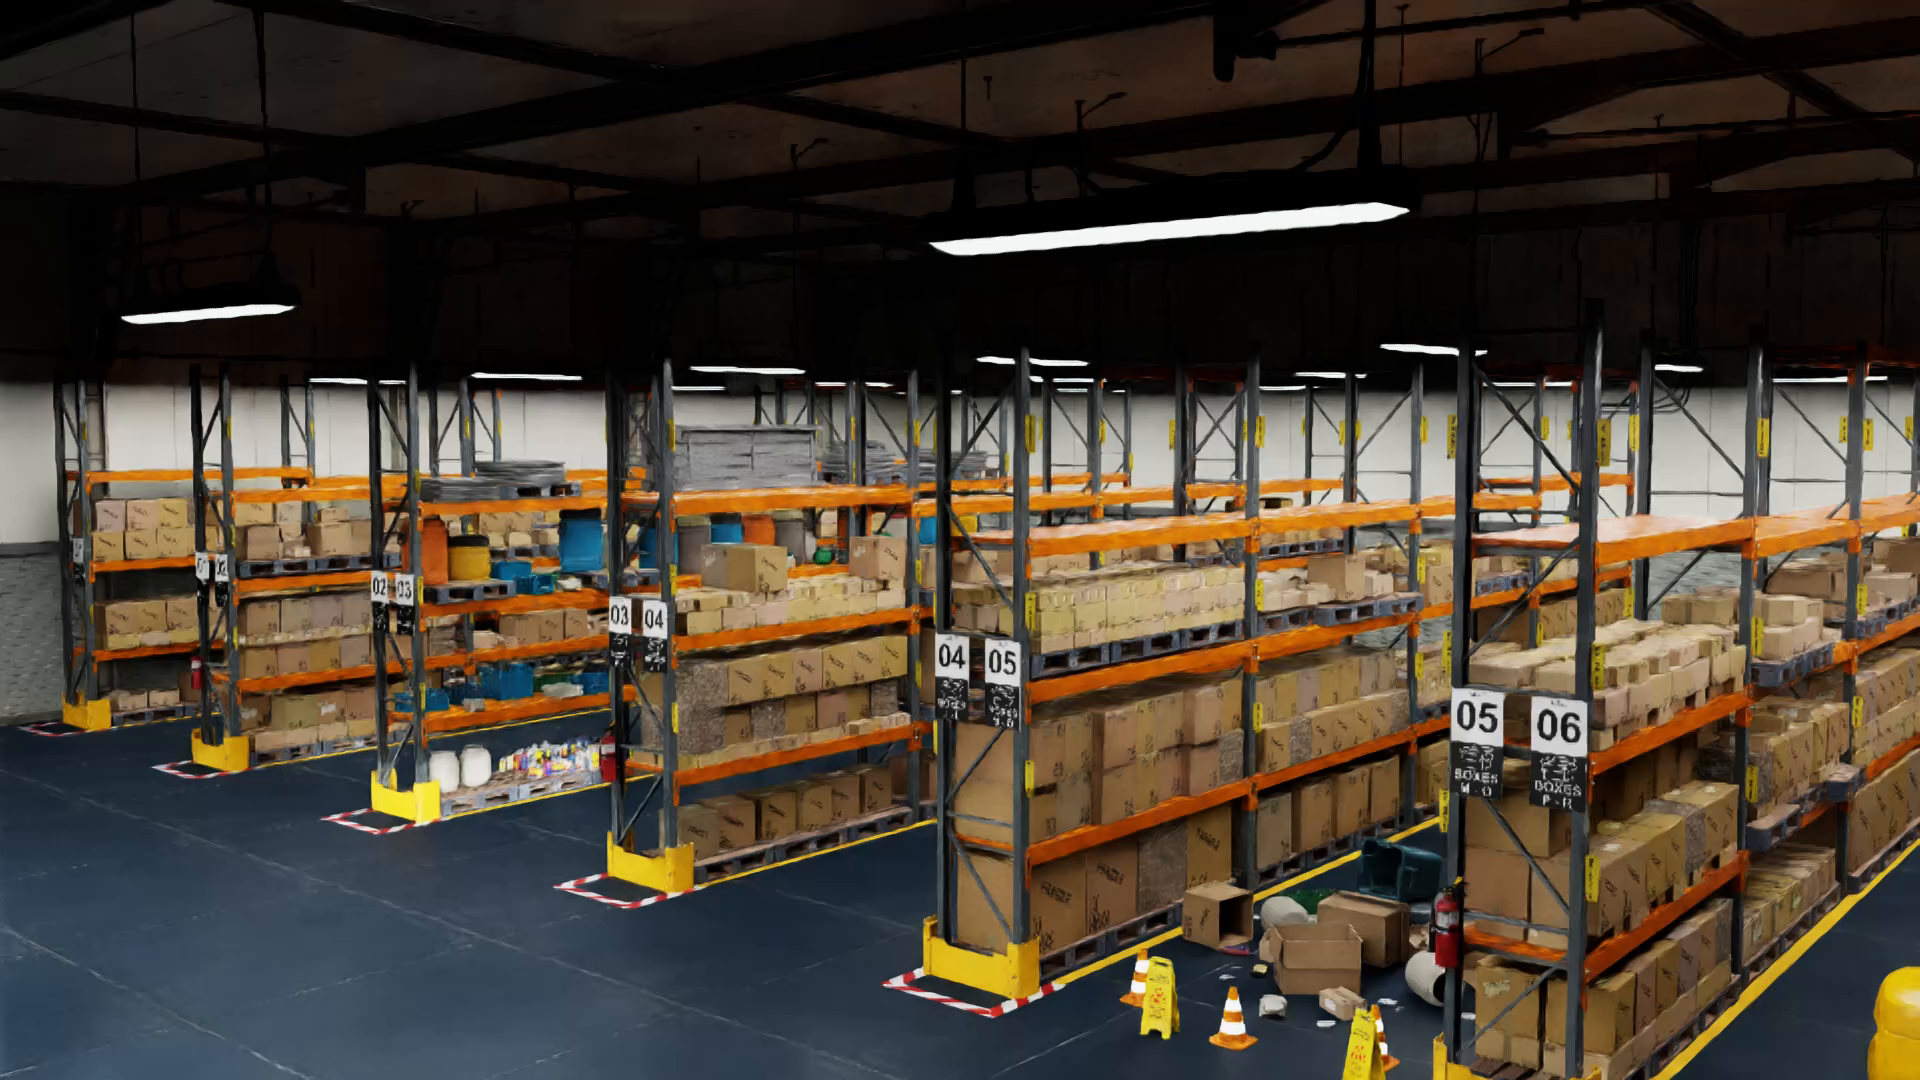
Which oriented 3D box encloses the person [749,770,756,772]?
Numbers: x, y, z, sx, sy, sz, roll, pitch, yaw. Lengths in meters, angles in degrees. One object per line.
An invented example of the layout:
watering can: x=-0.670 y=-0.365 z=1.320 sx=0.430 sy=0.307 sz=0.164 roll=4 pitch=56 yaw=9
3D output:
person: x=-3.138 y=2.613 z=24.625 sx=0.562 sy=1.527 sz=0.782 roll=2 pitch=4 yaw=23
